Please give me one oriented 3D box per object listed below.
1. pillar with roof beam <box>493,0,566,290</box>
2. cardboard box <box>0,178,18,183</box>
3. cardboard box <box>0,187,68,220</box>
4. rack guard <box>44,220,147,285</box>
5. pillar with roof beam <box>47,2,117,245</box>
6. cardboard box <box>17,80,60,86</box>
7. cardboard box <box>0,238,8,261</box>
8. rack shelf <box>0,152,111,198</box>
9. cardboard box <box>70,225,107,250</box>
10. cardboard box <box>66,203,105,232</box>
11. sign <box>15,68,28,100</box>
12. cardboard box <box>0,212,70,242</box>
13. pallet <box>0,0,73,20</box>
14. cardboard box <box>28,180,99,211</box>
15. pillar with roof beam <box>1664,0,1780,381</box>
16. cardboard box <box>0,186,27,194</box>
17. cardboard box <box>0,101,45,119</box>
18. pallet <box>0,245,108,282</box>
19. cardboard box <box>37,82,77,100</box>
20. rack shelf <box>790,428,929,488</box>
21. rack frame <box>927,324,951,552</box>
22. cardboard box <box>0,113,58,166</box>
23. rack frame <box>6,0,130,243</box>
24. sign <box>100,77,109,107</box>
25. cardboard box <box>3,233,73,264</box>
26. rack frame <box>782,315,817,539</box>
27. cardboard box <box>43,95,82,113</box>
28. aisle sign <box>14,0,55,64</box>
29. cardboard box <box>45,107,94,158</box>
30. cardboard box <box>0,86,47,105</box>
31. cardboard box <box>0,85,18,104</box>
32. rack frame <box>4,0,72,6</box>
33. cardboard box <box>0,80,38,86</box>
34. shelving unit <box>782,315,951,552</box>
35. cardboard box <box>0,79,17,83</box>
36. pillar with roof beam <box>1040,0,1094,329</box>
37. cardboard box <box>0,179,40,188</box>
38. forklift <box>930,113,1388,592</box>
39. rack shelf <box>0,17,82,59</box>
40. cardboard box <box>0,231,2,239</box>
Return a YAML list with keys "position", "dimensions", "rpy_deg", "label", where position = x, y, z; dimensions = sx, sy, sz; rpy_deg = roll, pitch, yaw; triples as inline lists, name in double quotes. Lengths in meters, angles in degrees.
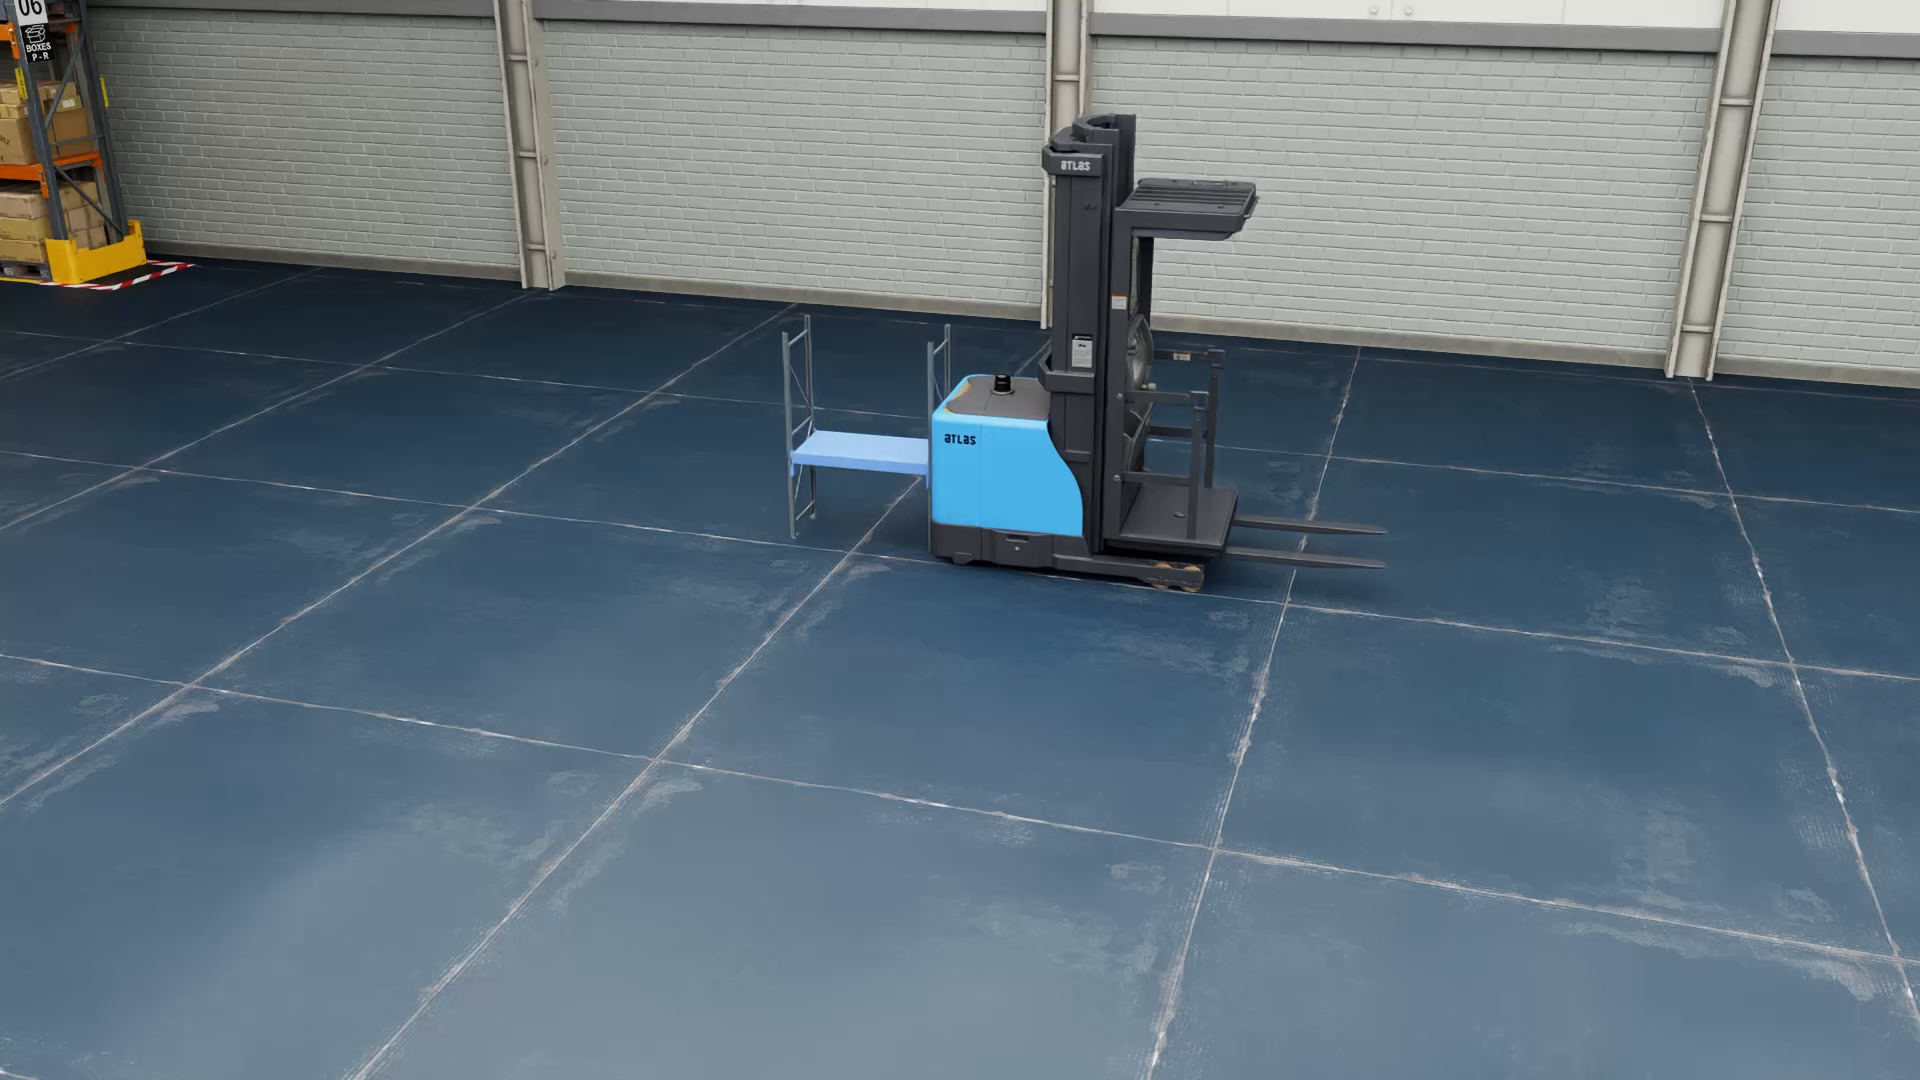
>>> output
- position: [-5.928, -5.464, 13.233]
  dimensions: [0.400, 9.000, 9.100]
  rpy_deg: [7, 23, 16]
  label: "pillar with roof beam"
- position: [-11.383, -4.125, 19.626]
  dimensions: [0.500, 0.250, 0.500]
  rpy_deg: [6, 23, 15]
  label: "cardboard box"
- position: [-10.554, -3.828, 18.903]
  dimensions: [0.500, 0.250, 0.500]
  rpy_deg: [7, 23, 17]
  label: "cardboard box"
- position: [-10.000, -3.347, 19.272]
  dimensions: [0.348, 0.500, 1.175]
  rpy_deg: [7, 23, 16]
  label: "rack guard"
- position: [-11.673, -6.122, 14.836]
  dimensions: [0.400, 9.000, 9.100]
  rpy_deg: [7, 23, 16]
  label: "pillar with roof beam"
- position: [-10.519, -5.157, 19.011]
  dimensions: [0.250, 0.149, 0.380]
  rpy_deg: [7, 23, 17]
  label: "cardboard box"
- position: [-11.037, -3.423, 19.233]
  dimensions: [0.500, 0.250, 0.500]
  rpy_deg: [7, 23, 15]
  label: "cardboard box"
- position: [-11.938, -4.393, 19.475]
  dimensions: [4.000, 0.370, 1.077]
  rpy_deg: [7, 23, 16]
  label: "rack shelf"
- position: [-10.437, -3.554, 19.550]
  dimensions: [0.500, 0.250, 0.500]
  rpy_deg: [7, 23, 16]
  label: "cardboard box"
- position: [-10.413, -3.787, 19.461]
  dimensions: [0.500, 0.250, 0.500]
  rpy_deg: [7, 23, 16]
  label: "cardboard box"
- position: [-10.193, -4.956, 18.062]
  dimensions: [0.005, 0.325, 0.100]
  rpy_deg: [7, 23, 16]
  label: "sign"
- position: [-10.579, -3.600, 19.004]
  dimensions: [0.500, 0.250, 0.500]
  rpy_deg: [6, 23, 15]
  label: "cardboard box"
- position: [-10.692, -5.940, 18.463]
  dimensions: [1.213, 0.211, 1.003]
  rpy_deg: [7, 23, 16]
  label: "pallet"
- position: [-10.428, -4.013, 19.352]
  dimensions: [0.500, 0.250, 0.500]
  rpy_deg: [6, 23, 15]
  label: "cardboard box"
- position: [5.560, -4.148, 10.026]
  dimensions: [0.400, 9.000, 9.100]
  rpy_deg: [7, 23, 16]
  label: "pillar with roof beam"
- position: [-11.044, -3.882, 19.034]
  dimensions: [0.500, 0.250, 0.500]
  rpy_deg: [7, 23, 16]
  label: "cardboard box"
- position: [-10.436, -4.789, 18.506]
  dimensions: [0.250, 0.149, 0.380]
  rpy_deg: [7, 23, 16]
  label: "cardboard box"
- position: [-10.767, -3.285, 19.500]
  dimensions: [1.213, 0.211, 1.003]
  rpy_deg: [7, 23, 16]
  label: "pallet"
- position: [-10.283, -5.105, 18.884]
  dimensions: [0.250, 0.149, 0.380]
  rpy_deg: [6, 23, 14]
  label: "cardboard box"
- position: [-0.634, -0.580, 11.682]
  dimensions: [1.000, 0.185, 0.538]
  rpy_deg: [5, 23, 13]
  label: "rack shelf"
- position: [-0.141, -0.699, 11.499]
  dimensions: [0.032, 1.500, 0.500]
  rpy_deg: [5, 23, 13]
  label: "rack frame"
- position: [-10.570, -4.511, 18.684]
  dimensions: [0.500, 0.500, 0.500]
  rpy_deg: [6, 23, 14]
  label: "cardboard box"
- position: [-10.023, -4.506, 18.804]
  dimensions: [0.127, 3.000, 1.000]
  rpy_deg: [7, 23, 16]
  label: "rack frame"
- position: [-9.857, -5.145, 19.114]
  dimensions: [0.005, 0.325, 0.100]
  rpy_deg: [7, 23, 16]
  label: "sign"
- position: [-10.564, -3.365, 19.092]
  dimensions: [0.500, 0.250, 0.500]
  rpy_deg: [7, 23, 16]
  label: "cardboard box"
- position: [-1.126, -0.794, 11.730]
  dimensions: [0.032, 1.500, 0.500]
  rpy_deg: [5, 23, 13]
  label: "rack frame"
- position: [-10.273, -4.984, 18.982]
  dimensions: [0.250, 0.149, 0.380]
  rpy_deg: [6, 23, 14]
  label: "cardboard box"
- position: [-10.045, -5.595, 18.033]
  dimensions: [0.004, 0.787, 0.394]
  rpy_deg: [7, 23, 16]
  label: "aisle sign"
- position: [-10.417, -4.708, 19.163]
  dimensions: [0.500, 0.500, 0.500]
  rpy_deg: [7, 23, 17]
  label: "cardboard box"
- position: [-10.427, -4.953, 18.514]
  dimensions: [0.250, 0.149, 0.380]
  rpy_deg: [7, 23, 16]
  label: "cardboard box"
- position: [-10.672, -4.969, 18.553]
  dimensions: [0.250, 0.149, 0.380]
  rpy_deg: [7, 23, 16]
  label: "cardboard box"
- position: [-10.023, -7.282, 17.665]
  dimensions: [0.127, 3.000, 1.000]
  rpy_deg: [7, 23, 16]
  label: "rack frame"
- position: [-10.780, -5.170, 19.042]
  dimensions: [0.250, 0.149, 0.380]
  rpy_deg: [7, 23, 17]
  label: "cardboard box"
- position: [-0.634, -0.747, 11.614]
  dimensions: [1.048, 1.500, 0.538]
  rpy_deg: [5, 23, 13]
  label: "shelving unit"
- position: [-11.013, -5.202, 19.121]
  dimensions: [0.250, 0.149, 0.380]
  rpy_deg: [7, 23, 16]
  label: "cardboard box"
- position: [-0.184, -4.806, 11.629]
  dimensions: [0.400, 9.000, 9.100]
  rpy_deg: [7, 23, 16]
  label: "pillar with roof beam"
- position: [-10.908, -4.066, 19.483]
  dimensions: [0.500, 0.250, 0.500]
  rpy_deg: [7, 23, 16]
  label: "cardboard box"
- position: [1.372, -1.239, 10.928]
  dimensions: [3.031, 2.935, 1.130]
  rpy_deg: [5, 23, 13]
  label: "forklift"
- position: [-11.938, -5.781, 18.905]
  dimensions: [4.000, 0.370, 1.077]
  rpy_deg: [7, 23, 16]
  label: "rack shelf"
- position: [-11.056, -3.659, 19.148]
  dimensions: [0.500, 0.250, 0.500]
  rpy_deg: [6, 23, 15]
  label: "cardboard box"
